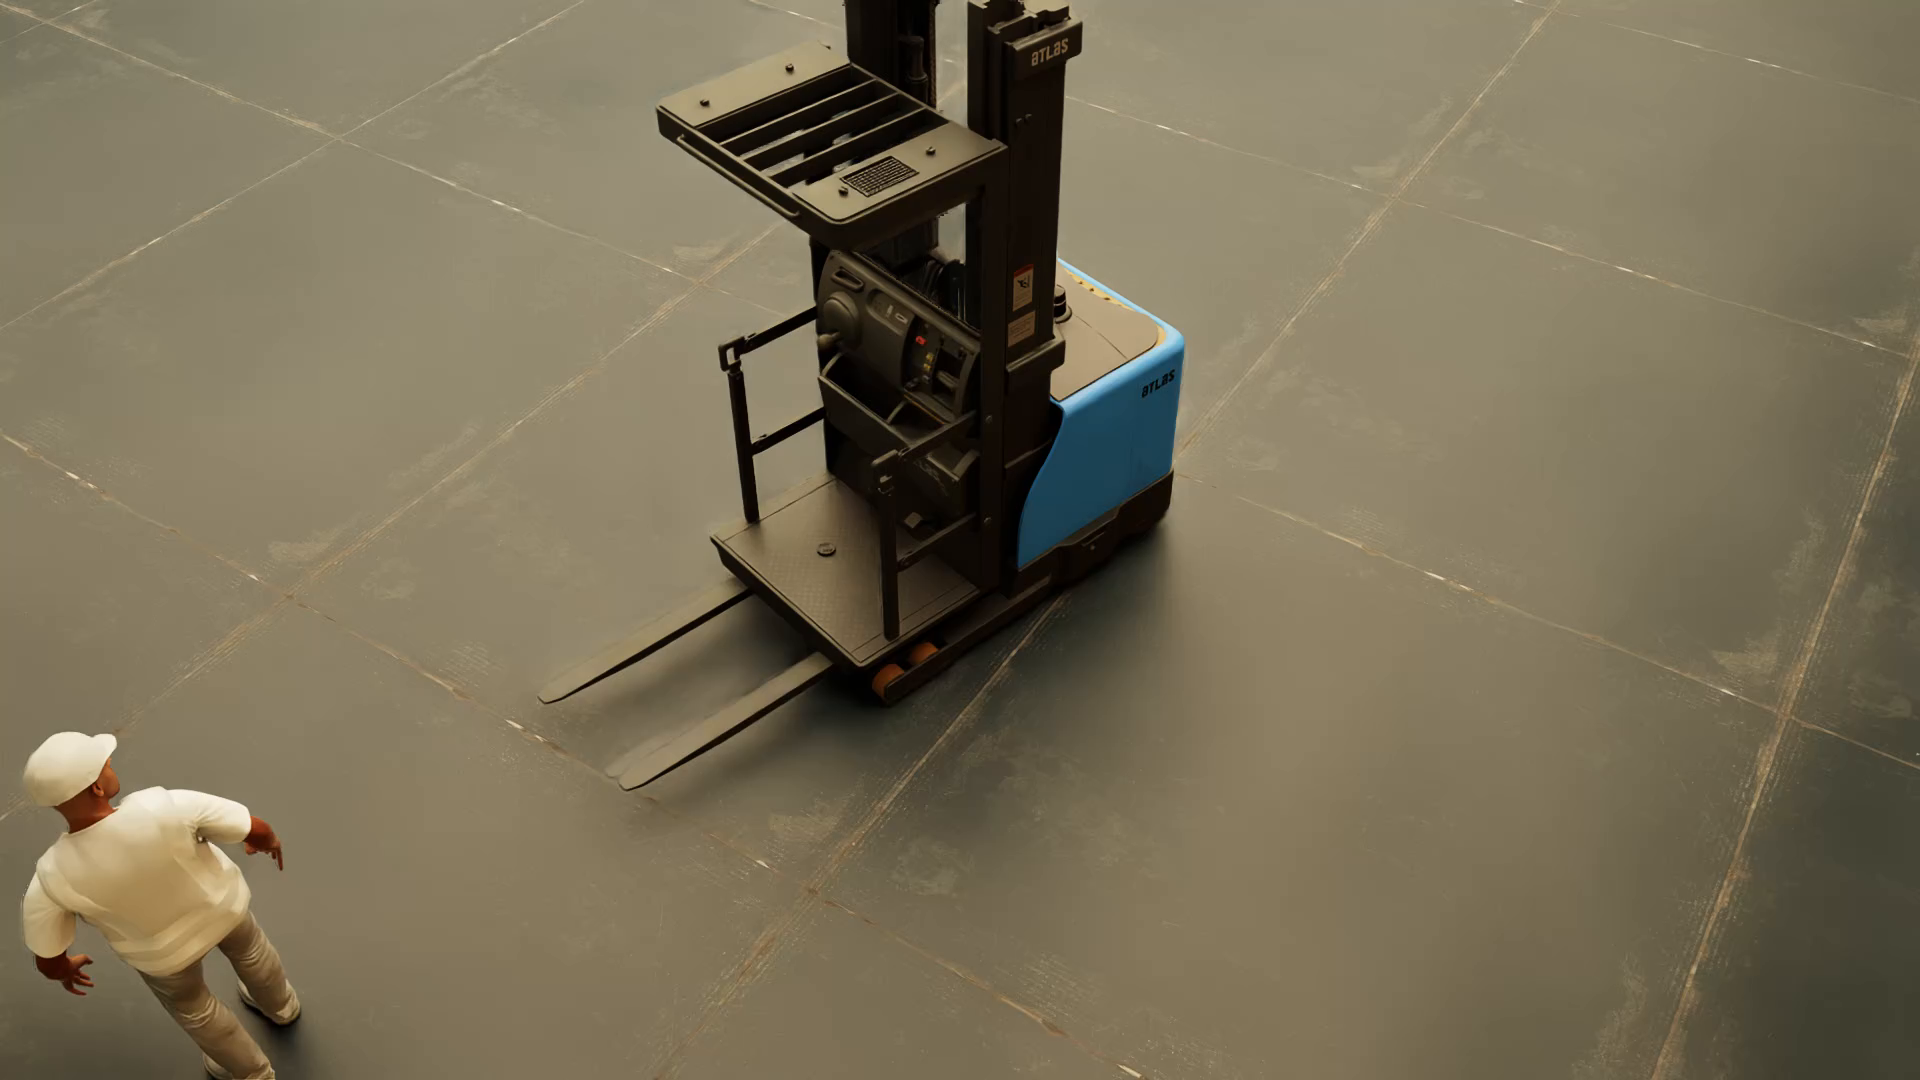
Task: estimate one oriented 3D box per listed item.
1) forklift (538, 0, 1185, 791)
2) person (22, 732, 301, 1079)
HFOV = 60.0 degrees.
[{"bbox_3d":[-0.419,-0.769,6.659,3.031,2.935,1.130,-31,52,-29],"label":"forklift"},{"bbox_3d":[-2.597,1.207,5.437,0.519,1.748,0.794,32,52,29],"label":"person"}]
